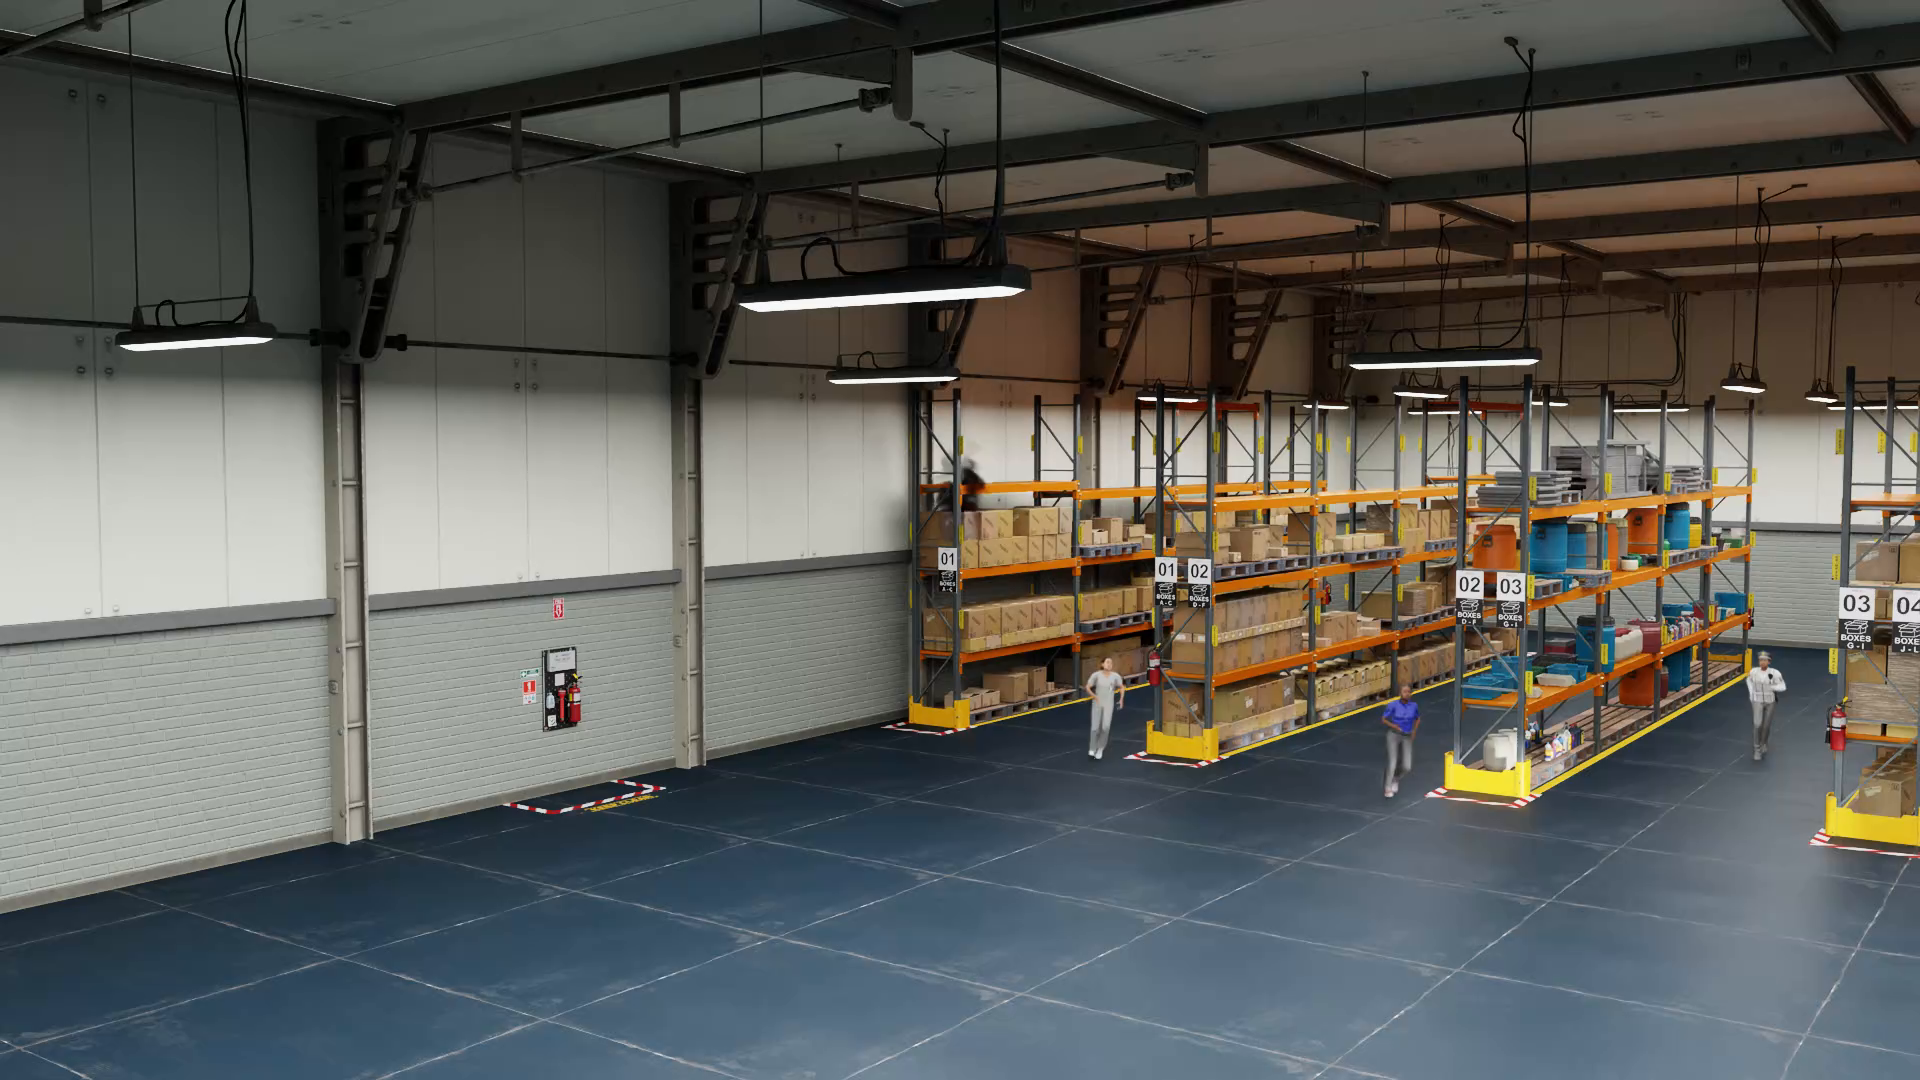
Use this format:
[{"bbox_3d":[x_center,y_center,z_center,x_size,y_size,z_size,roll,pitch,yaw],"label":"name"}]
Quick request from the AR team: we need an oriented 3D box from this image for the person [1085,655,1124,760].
[{"bbox_3d":[2.316,2.666,26.547,0.632,1.653,0.607,0,3,2],"label":"person"}]

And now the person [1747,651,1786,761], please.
[{"bbox_3d":[12.913,2.619,26.648,0.584,1.700,0.750,2,4,28],"label":"person"}]

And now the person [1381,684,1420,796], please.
[{"bbox_3d":[6.296,2.852,23.625,0.593,1.604,0.564,0,3,-1],"label":"person"}]
